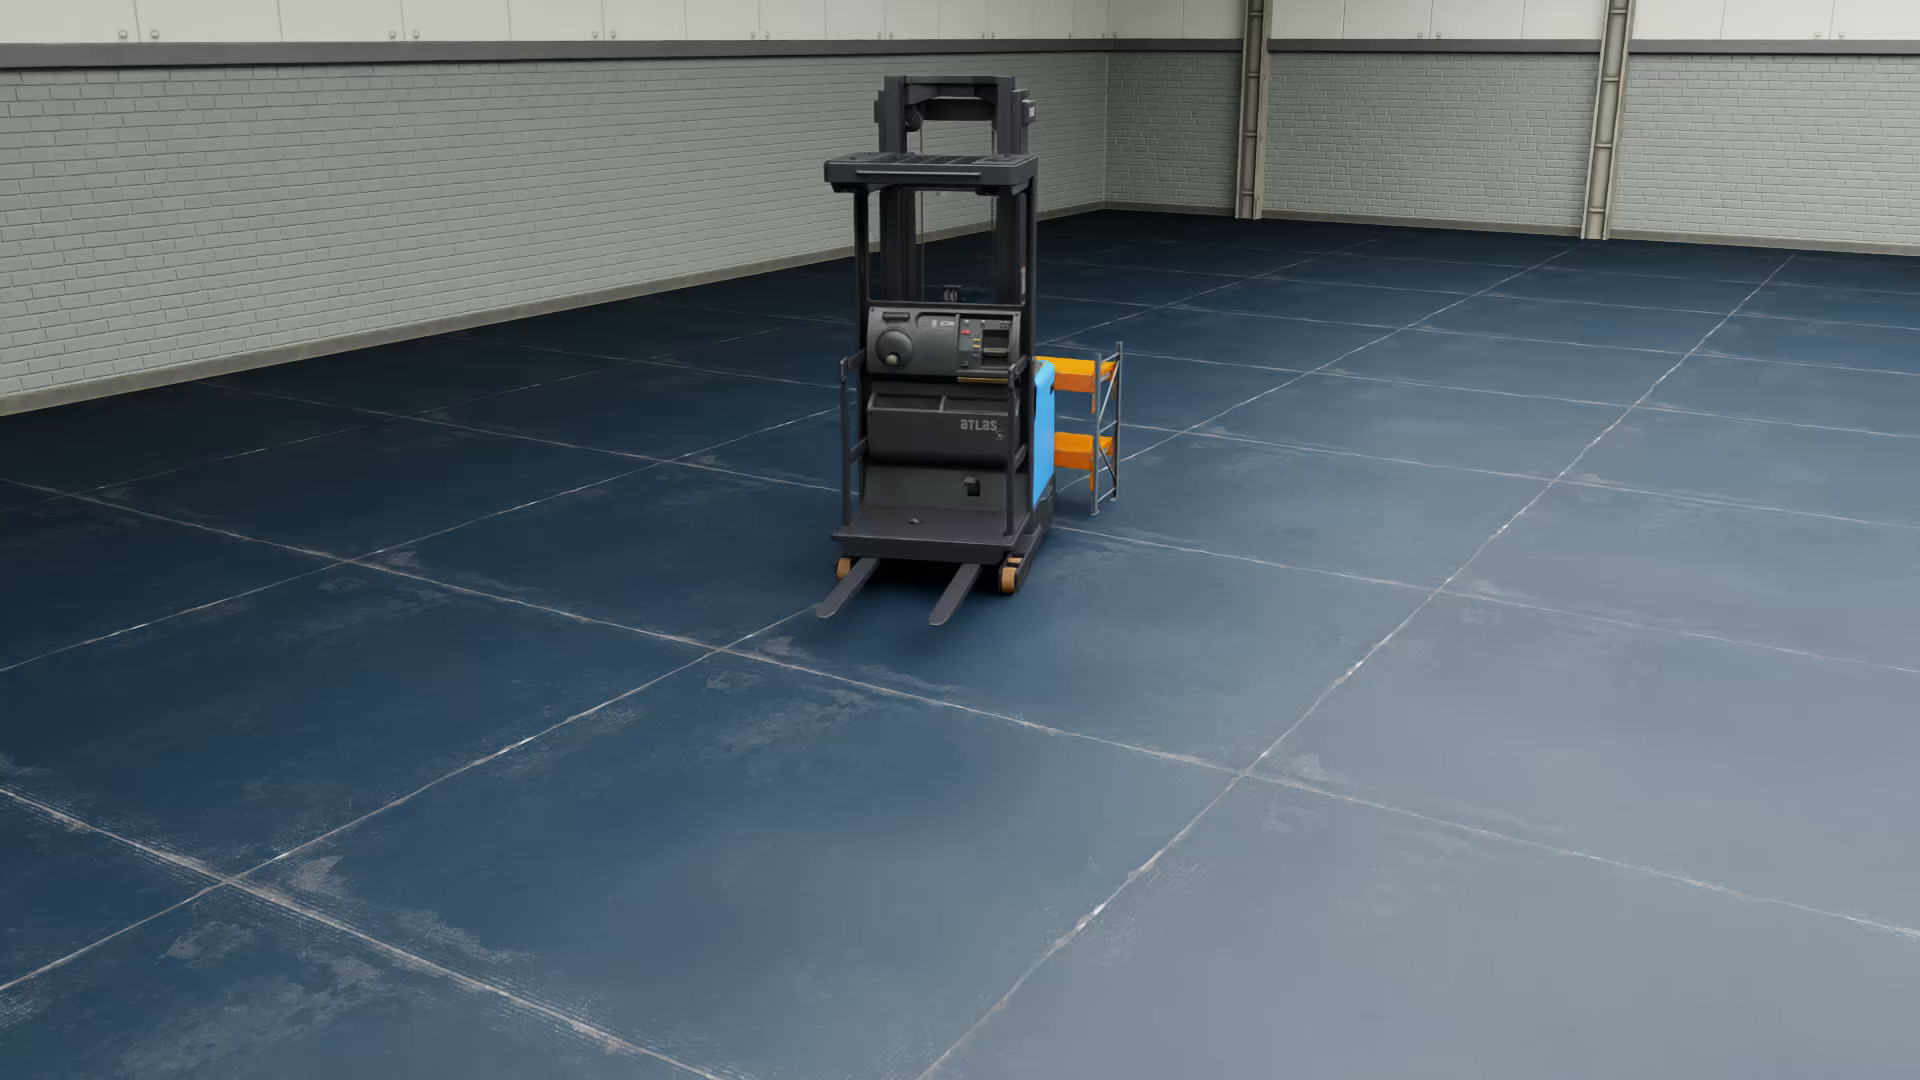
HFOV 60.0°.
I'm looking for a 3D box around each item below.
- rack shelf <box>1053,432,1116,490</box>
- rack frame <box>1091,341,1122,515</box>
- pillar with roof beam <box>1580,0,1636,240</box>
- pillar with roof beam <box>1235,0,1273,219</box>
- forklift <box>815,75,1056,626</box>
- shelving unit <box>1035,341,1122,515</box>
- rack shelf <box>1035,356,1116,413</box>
[{"bbox_3d":[0.549,-0.599,11.759,1.000,0.278,0.538,7,18,22],"label":"rack shelf"},{"bbox_3d":[1.016,-0.775,11.495,0.032,1.125,0.500,7,18,22],"label":"rack frame"},{"bbox_3d":[8.066,-8.143,22.207,0.400,9.000,9.100,10,20,30],"label":"pillar with roof beam"},{"bbox_3d":[2.954,-9.056,25.212,0.400,9.000,9.100,10,20,30],"label":"pillar with roof beam"},{"bbox_3d":[-0.138,-1.196,9.775,1.130,2.935,3.031,3,17,11],"label":"forklift"},{"bbox_3d":[0.549,-0.833,11.688,1.048,1.125,0.538,7,18,22],"label":"shelving unit"},{"bbox_3d":[0.549,-1.113,11.603,1.000,0.278,0.538,7,18,22],"label":"rack shelf"}]
